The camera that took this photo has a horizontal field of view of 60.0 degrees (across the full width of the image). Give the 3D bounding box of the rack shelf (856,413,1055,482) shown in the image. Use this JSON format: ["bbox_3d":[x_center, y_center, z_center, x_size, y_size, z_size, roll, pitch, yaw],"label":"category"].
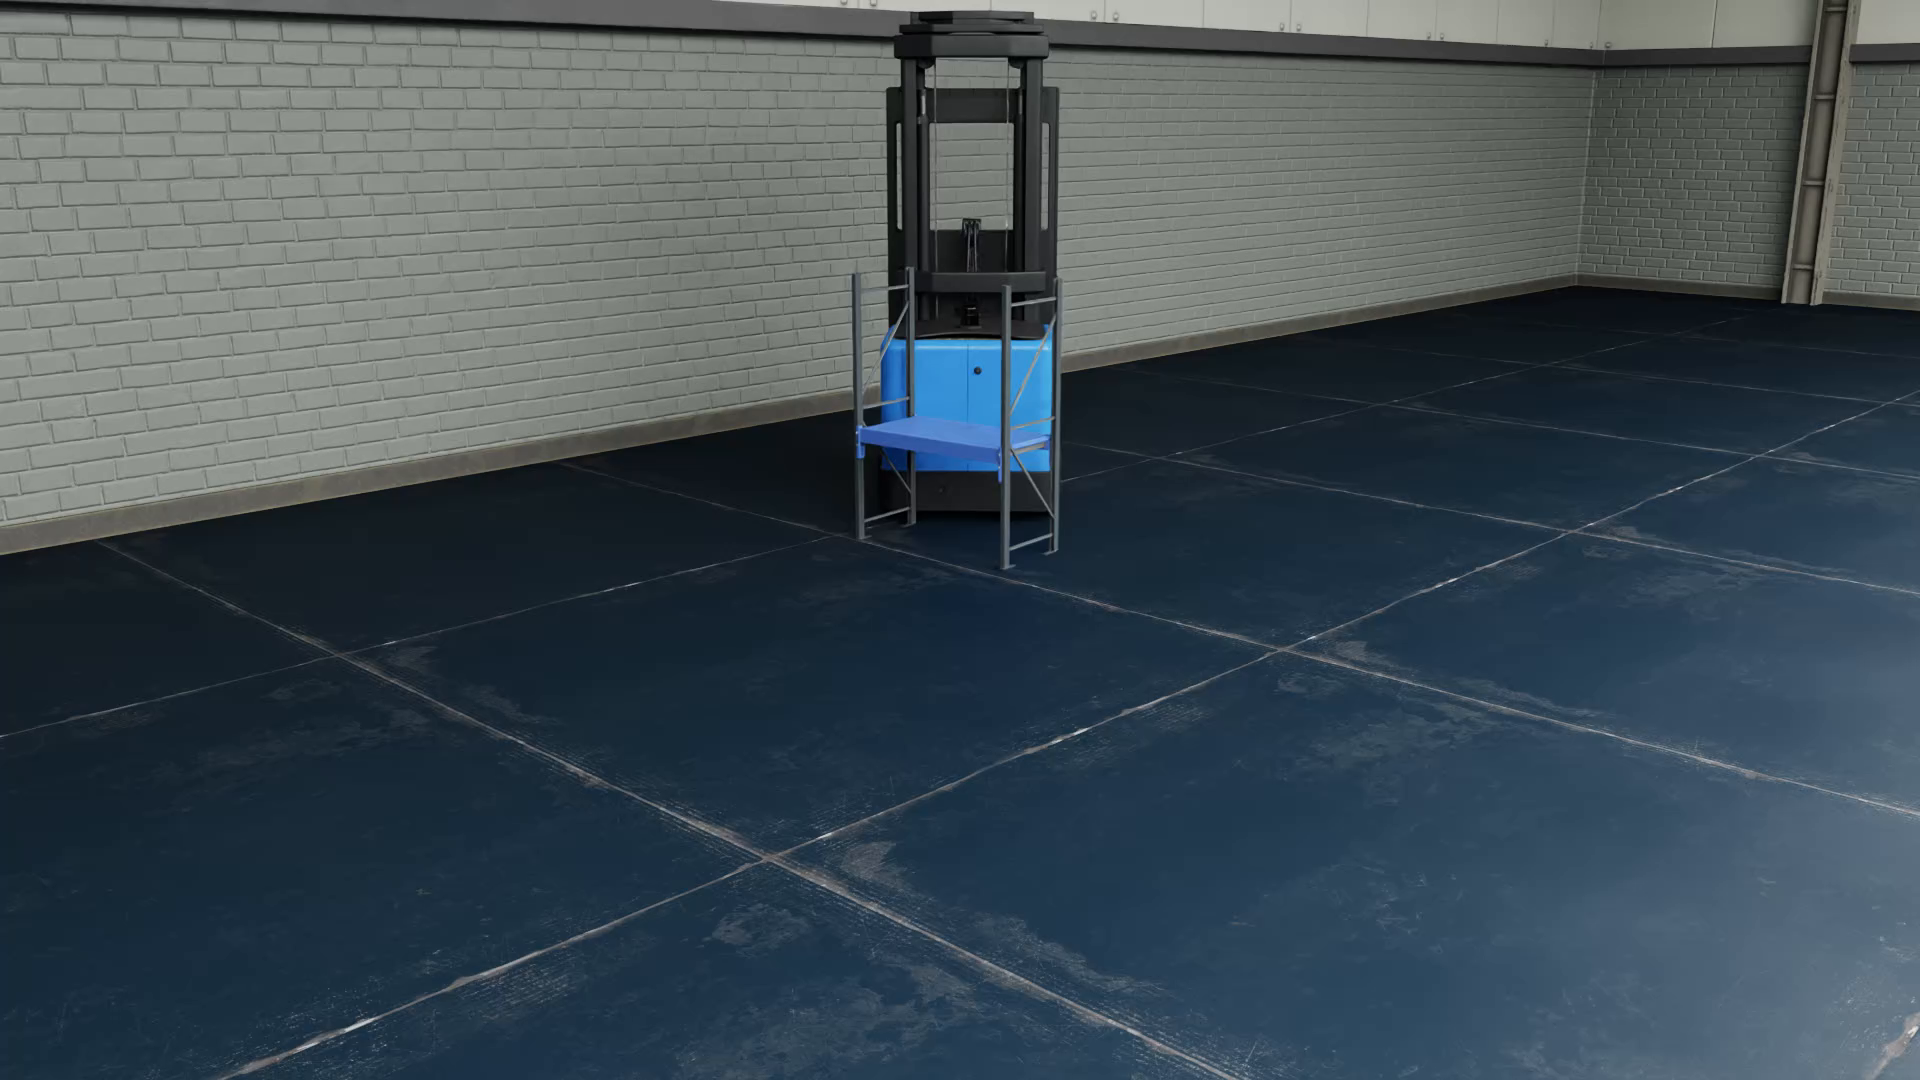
[{"bbox_3d":[-0.024,-0.518,9.161,1.000,0.185,0.538,11,18,37],"label":"rack shelf"}]

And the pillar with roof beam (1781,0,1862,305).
[{"bbox_3d":[7.542,-6.538,16.677,0.400,9.000,9.100,14,20,42],"label":"pillar with roof beam"}]

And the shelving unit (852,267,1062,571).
[{"bbox_3d":[-0.024,-0.693,9.115,1.048,1.500,0.538,11,18,37],"label":"shelving unit"}]

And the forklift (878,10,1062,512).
[{"bbox_3d":[0.087,-1.898,10.905,1.130,2.935,3.031,0,15,2],"label":"forklift"}]

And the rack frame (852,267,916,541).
[{"bbox_3d":[-0.425,-0.771,9.418,0.032,1.500,0.500,11,18,37],"label":"rack frame"}]

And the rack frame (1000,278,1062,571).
[{"bbox_3d":[0.377,-0.614,8.813,0.032,1.500,0.500,11,18,37],"label":"rack frame"}]
